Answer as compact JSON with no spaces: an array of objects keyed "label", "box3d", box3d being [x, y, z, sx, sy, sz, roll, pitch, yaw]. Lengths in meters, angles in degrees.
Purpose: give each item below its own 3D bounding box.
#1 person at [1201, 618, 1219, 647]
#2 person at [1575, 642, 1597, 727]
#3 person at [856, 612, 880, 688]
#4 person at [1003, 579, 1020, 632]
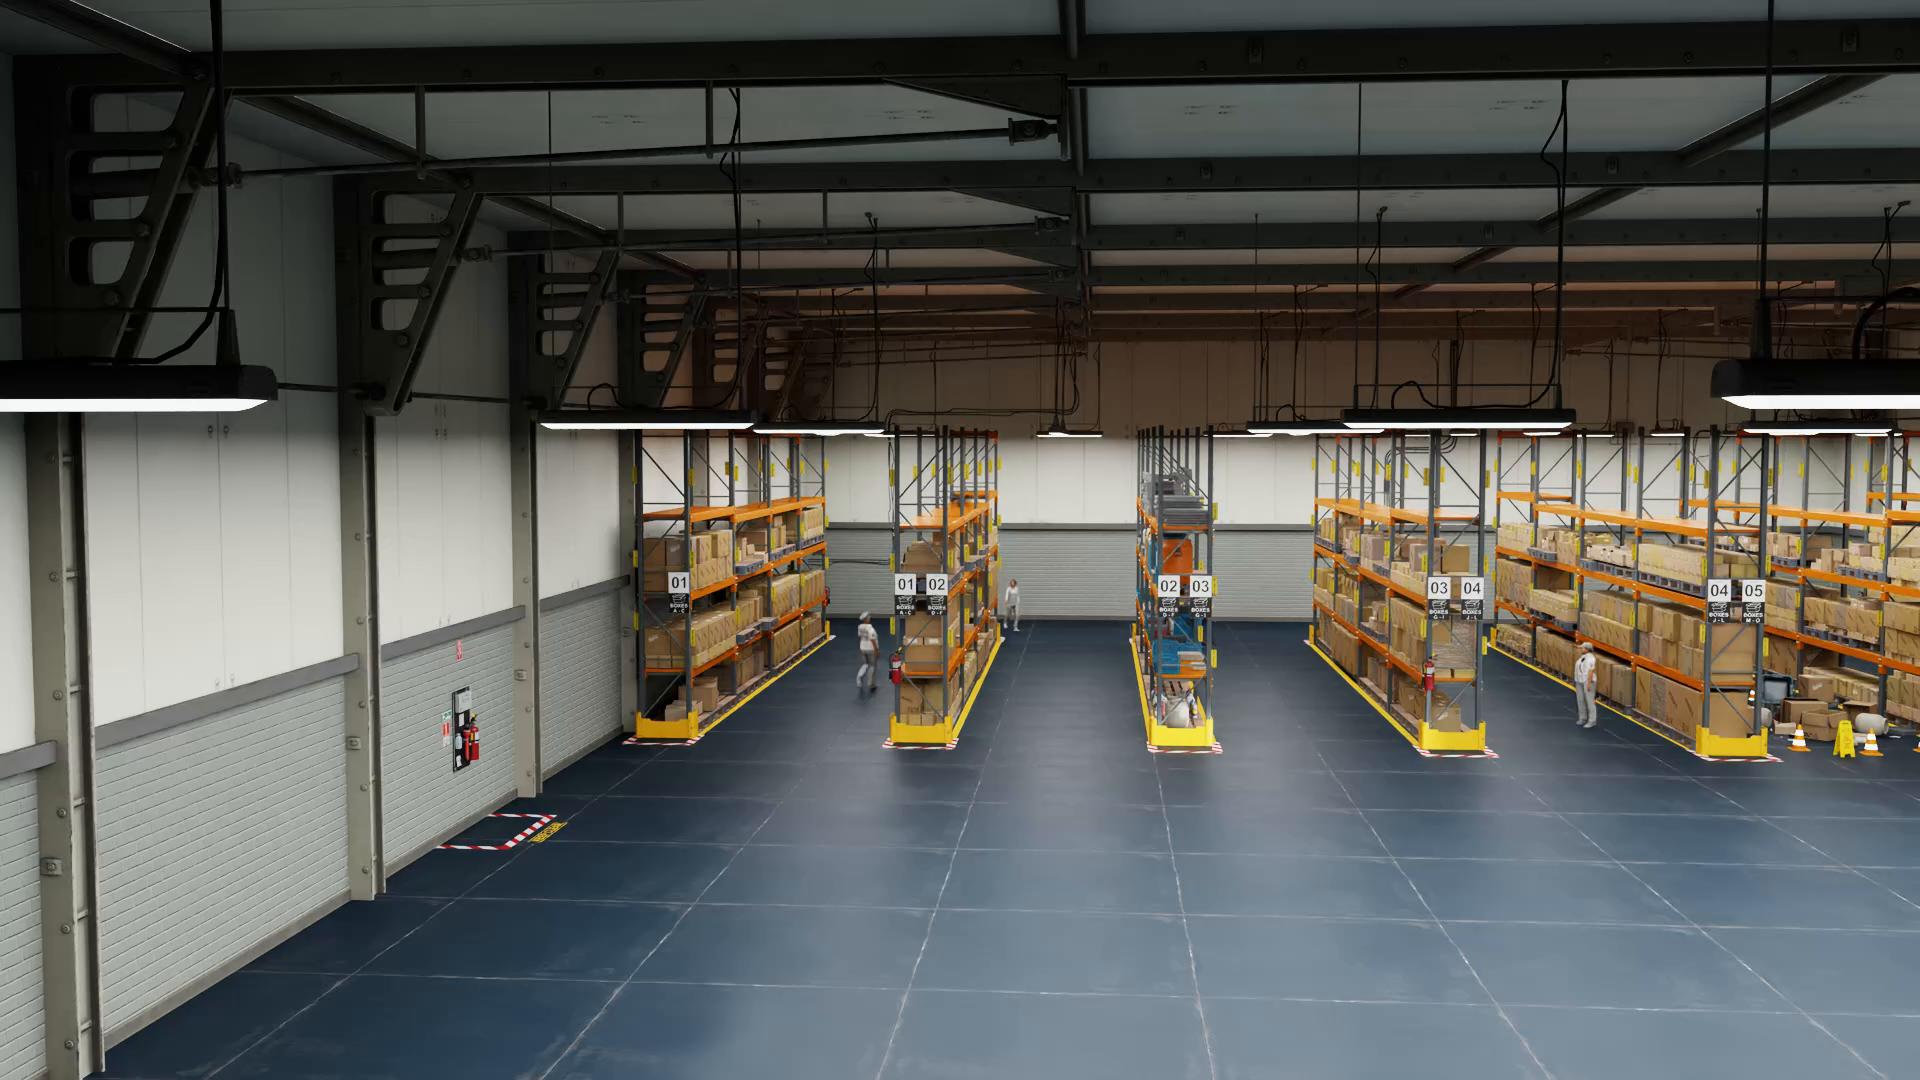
[{"label":"person","box3d":[6.854,2.135,46.245,0.700,1.664,0.356,-1,4,-18]},{"label":"person","box3d":[12.570,2.887,33.402,0.416,1.677,0.528,-1,4,-17]},{"label":"person","box3d":[-2.116,2.525,38.262,0.555,1.763,0.534,3,4,39]},{"label":"person","box3d":[1.564,1.946,49.821,0.470,1.557,0.772,-1,4,-17]}]
